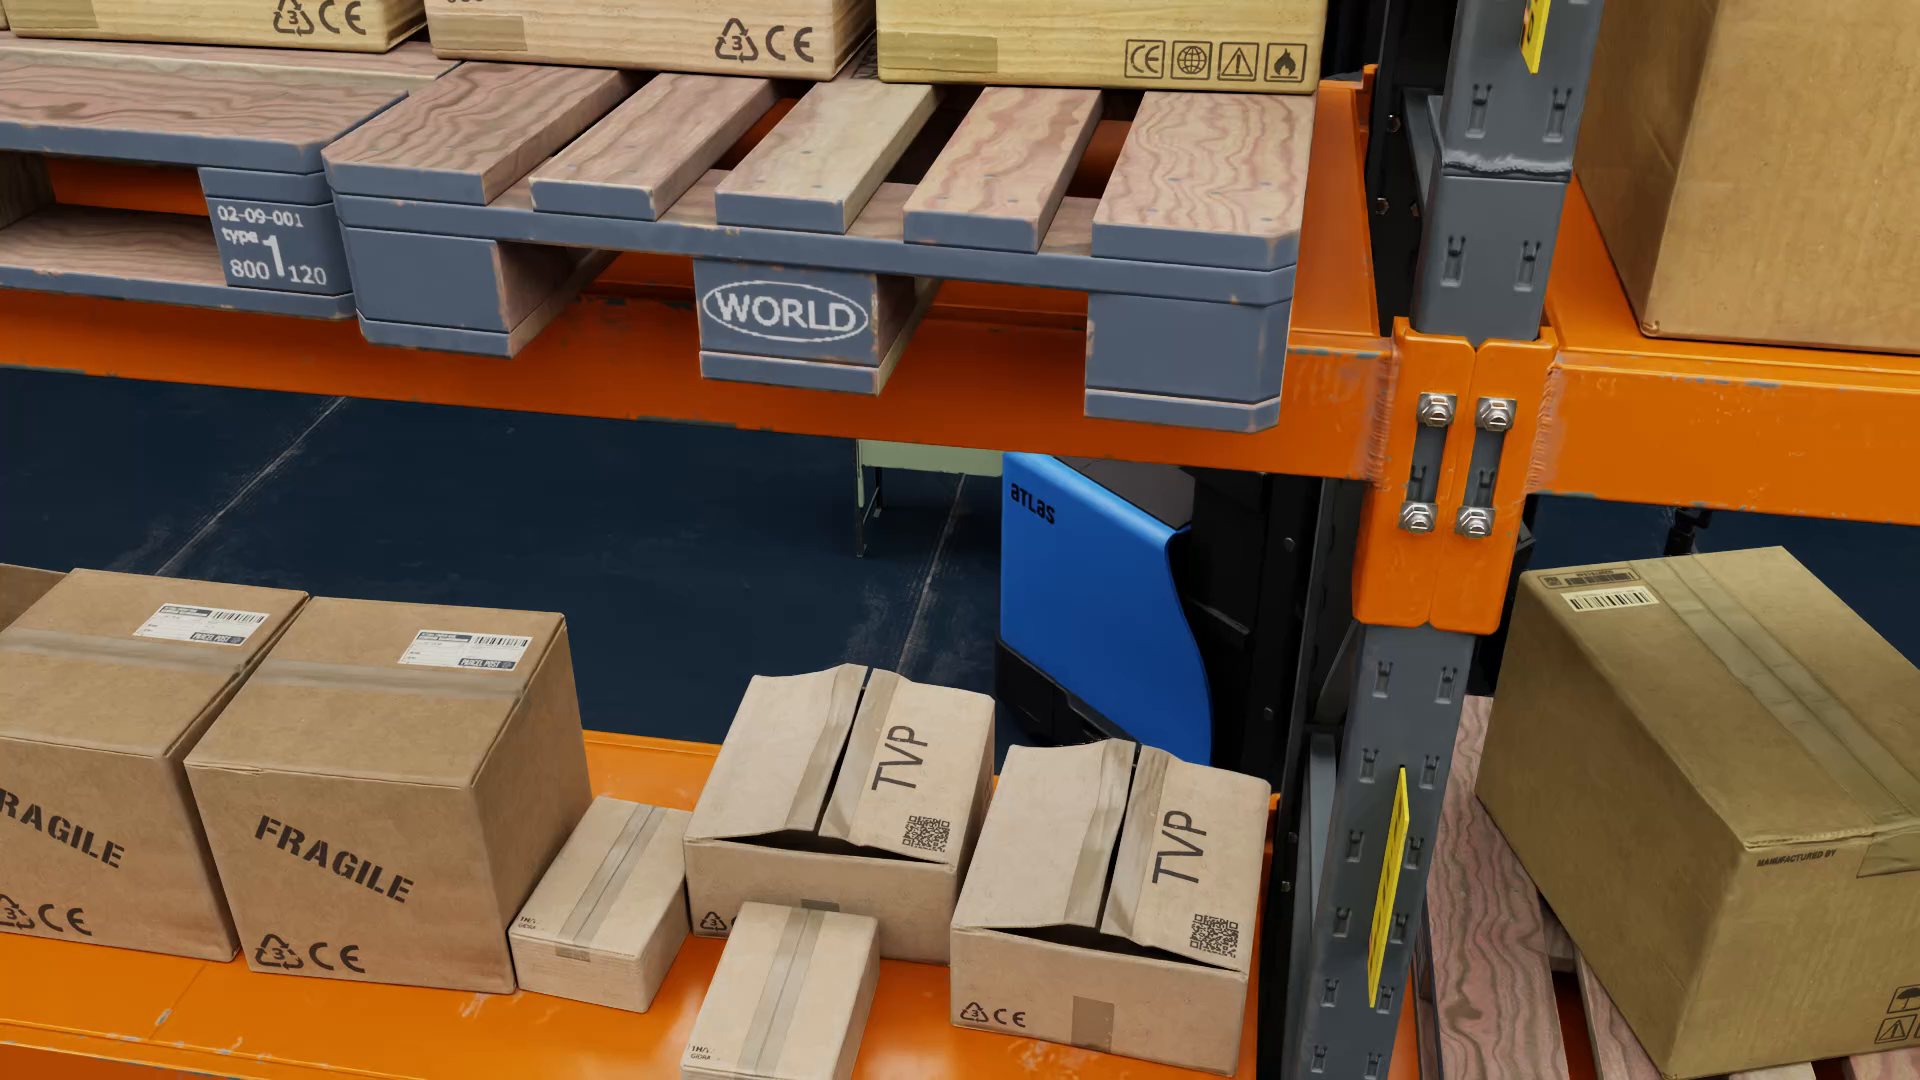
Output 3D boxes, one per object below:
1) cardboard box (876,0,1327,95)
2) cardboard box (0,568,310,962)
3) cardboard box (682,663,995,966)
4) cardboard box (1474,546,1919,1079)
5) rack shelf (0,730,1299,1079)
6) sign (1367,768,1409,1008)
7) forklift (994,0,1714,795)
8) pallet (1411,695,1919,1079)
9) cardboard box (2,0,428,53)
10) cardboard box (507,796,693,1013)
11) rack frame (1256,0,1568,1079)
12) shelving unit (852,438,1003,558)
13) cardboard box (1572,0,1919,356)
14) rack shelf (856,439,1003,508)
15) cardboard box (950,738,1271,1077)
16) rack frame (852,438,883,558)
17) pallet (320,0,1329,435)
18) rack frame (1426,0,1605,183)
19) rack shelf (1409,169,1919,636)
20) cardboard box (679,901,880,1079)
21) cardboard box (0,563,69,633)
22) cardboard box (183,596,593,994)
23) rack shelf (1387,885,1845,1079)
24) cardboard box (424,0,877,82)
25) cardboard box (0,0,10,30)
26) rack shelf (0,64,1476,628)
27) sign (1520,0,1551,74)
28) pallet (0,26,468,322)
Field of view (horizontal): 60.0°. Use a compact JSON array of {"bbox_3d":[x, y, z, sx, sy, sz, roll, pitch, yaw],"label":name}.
[{"bbox_3d":[0.177,-0.751,2.040,0.500,0.250,0.500,3,32,5],"label":"cardboard box"},{"bbox_3d":[-1.542,0.416,3.164,0.500,0.500,0.500,5,32,8],"label":"cardboard box"},{"bbox_3d":[-0.215,0.503,3.203,0.500,0.311,0.500,5,32,8],"label":"cardboard box"},{"bbox_3d":[1.274,0.423,2.757,0.500,0.500,0.700,-5,32,-8],"label":"cardboard box"},{"bbox_3d":[-1.338,0.773,3.366,4.000,0.370,1.077,5,32,8],"label":"rack shelf"},{"bbox_3d":[0.544,0.446,2.119,0.005,0.325,0.100,5,32,8],"label":"sign"},{"bbox_3d":[1.417,-0.204,4.313,1.130,2.935,3.031,-22,38,-31],"label":"forklift"},{"bbox_3d":[1.314,0.752,2.903,1.003,0.211,1.213,5,32,8],"label":"pallet"},{"bbox_3d":[-0.905,-0.845,2.191,0.500,0.250,0.500,5,32,7],"label":"cardboard box"},{"bbox_3d":[-0.633,0.669,3.092,0.250,0.149,0.380,8,33,12],"label":"cardboard box"},{"bbox_3d":[0.634,0.646,2.890,0.127,3.000,1.000,5,32,8],"label":"rack frame"},{"bbox_3d":[-0.007,-0.636,6.353,0.755,1.500,0.431,5,32,8],"label":"shelving unit"},{"bbox_3d":[1.070,-0.646,2.034,0.500,0.500,0.910,5,32,8],"label":"cardboard box"},{"bbox_3d":[-0.007,-0.360,6.526,0.720,0.370,0.431,5,32,8],"label":"rack shelf"},{"bbox_3d":[0.283,0.629,3.002,0.500,0.311,0.500,7,33,11],"label":"cardboard box"},{"bbox_3d":[-0.367,-0.669,6.405,0.023,1.500,0.400,5,32,8],"label":"rack frame"},{"bbox_3d":[-0.050,-0.559,2.166,1.003,0.211,1.213,7,33,10],"label":"pallet"},{"bbox_3d":[0.634,-1.897,1.298,0.127,3.000,1.000,5,32,8],"label":"rack frame"},{"bbox_3d":[2.605,-0.142,2.000,4.000,0.370,1.077,5,32,8],"label":"rack shelf"},{"bbox_3d":[-0.299,0.817,2.854,0.250,0.149,0.380,5,32,8],"label":"cardboard box"},{"bbox_3d":[-2.035,0.371,3.236,0.500,0.500,0.500,7,33,12],"label":"cardboard box"},{"bbox_3d":[-1.023,0.463,3.089,0.500,0.500,0.500,3,32,6],"label":"cardboard box"},{"bbox_3d":[2.605,1.130,2.796,4.000,0.370,1.077,5,32,8],"label":"rack shelf"},{"bbox_3d":[-0.343,-0.788,2.100,0.500,0.250,0.500,6,33,10],"label":"cardboard box"},{"bbox_3d":[-1.435,-0.894,2.269,0.500,0.250,0.500,3,32,4],"label":"cardboard box"},{"bbox_3d":[-1.338,-0.499,2.570,4.000,0.370,1.077,5,32,8],"label":"rack shelf"},{"bbox_3d":[0.533,-0.588,1.474,0.005,0.325,0.100,5,32,8],"label":"sign"},{"bbox_3d":[-1.153,-0.657,2.323,1.213,0.211,1.003,7,33,10],"label":"pallet"}]
